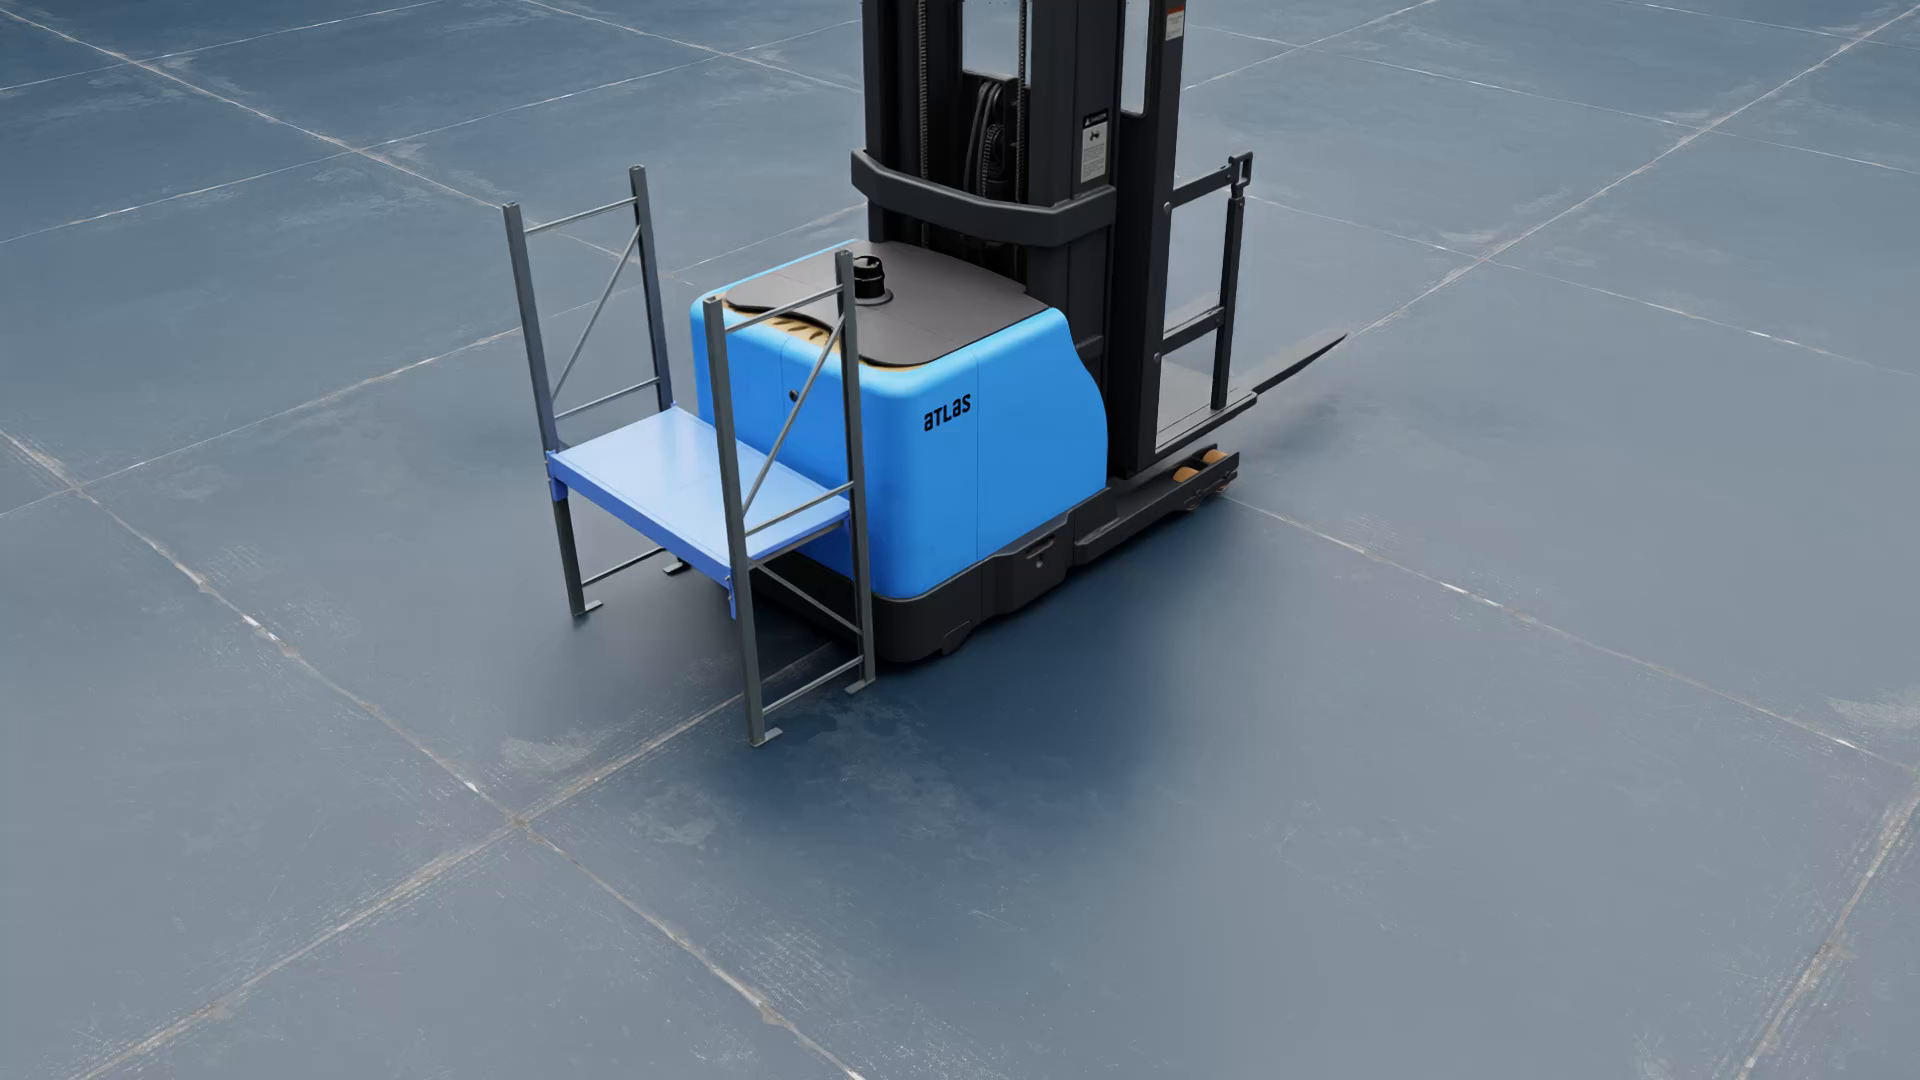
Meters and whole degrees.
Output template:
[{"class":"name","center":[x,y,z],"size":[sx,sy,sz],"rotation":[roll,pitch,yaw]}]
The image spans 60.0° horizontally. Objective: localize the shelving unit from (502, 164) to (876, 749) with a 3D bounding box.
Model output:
[{"class":"shelving unit","center":[-0.831,-0.276,5.243],"size":[0.538,1.500,1.048],"rotation":[-27,40,-35]}]

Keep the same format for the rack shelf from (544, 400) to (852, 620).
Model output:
[{"class":"rack shelf","center":[-0.828,-0.124,5.339],"size":[0.538,0.185,1.000],"rotation":[-27,40,-35]}]

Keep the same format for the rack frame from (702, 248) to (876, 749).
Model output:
[{"class":"rack frame","center":[-0.479,-0.087,4.929],"size":[0.500,1.500,0.032],"rotation":[-27,40,-35]}]

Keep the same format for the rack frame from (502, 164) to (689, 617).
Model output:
[{"class":"rack frame","center":[-1.182,-0.466,5.558],"size":[0.500,1.500,0.032],"rotation":[-27,40,-35]}]

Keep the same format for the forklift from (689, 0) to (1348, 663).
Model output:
[{"class":"forklift","center":[0.450,-1.528,5.947],"size":[1.130,2.935,3.031],"rotation":[25,39,35]}]
